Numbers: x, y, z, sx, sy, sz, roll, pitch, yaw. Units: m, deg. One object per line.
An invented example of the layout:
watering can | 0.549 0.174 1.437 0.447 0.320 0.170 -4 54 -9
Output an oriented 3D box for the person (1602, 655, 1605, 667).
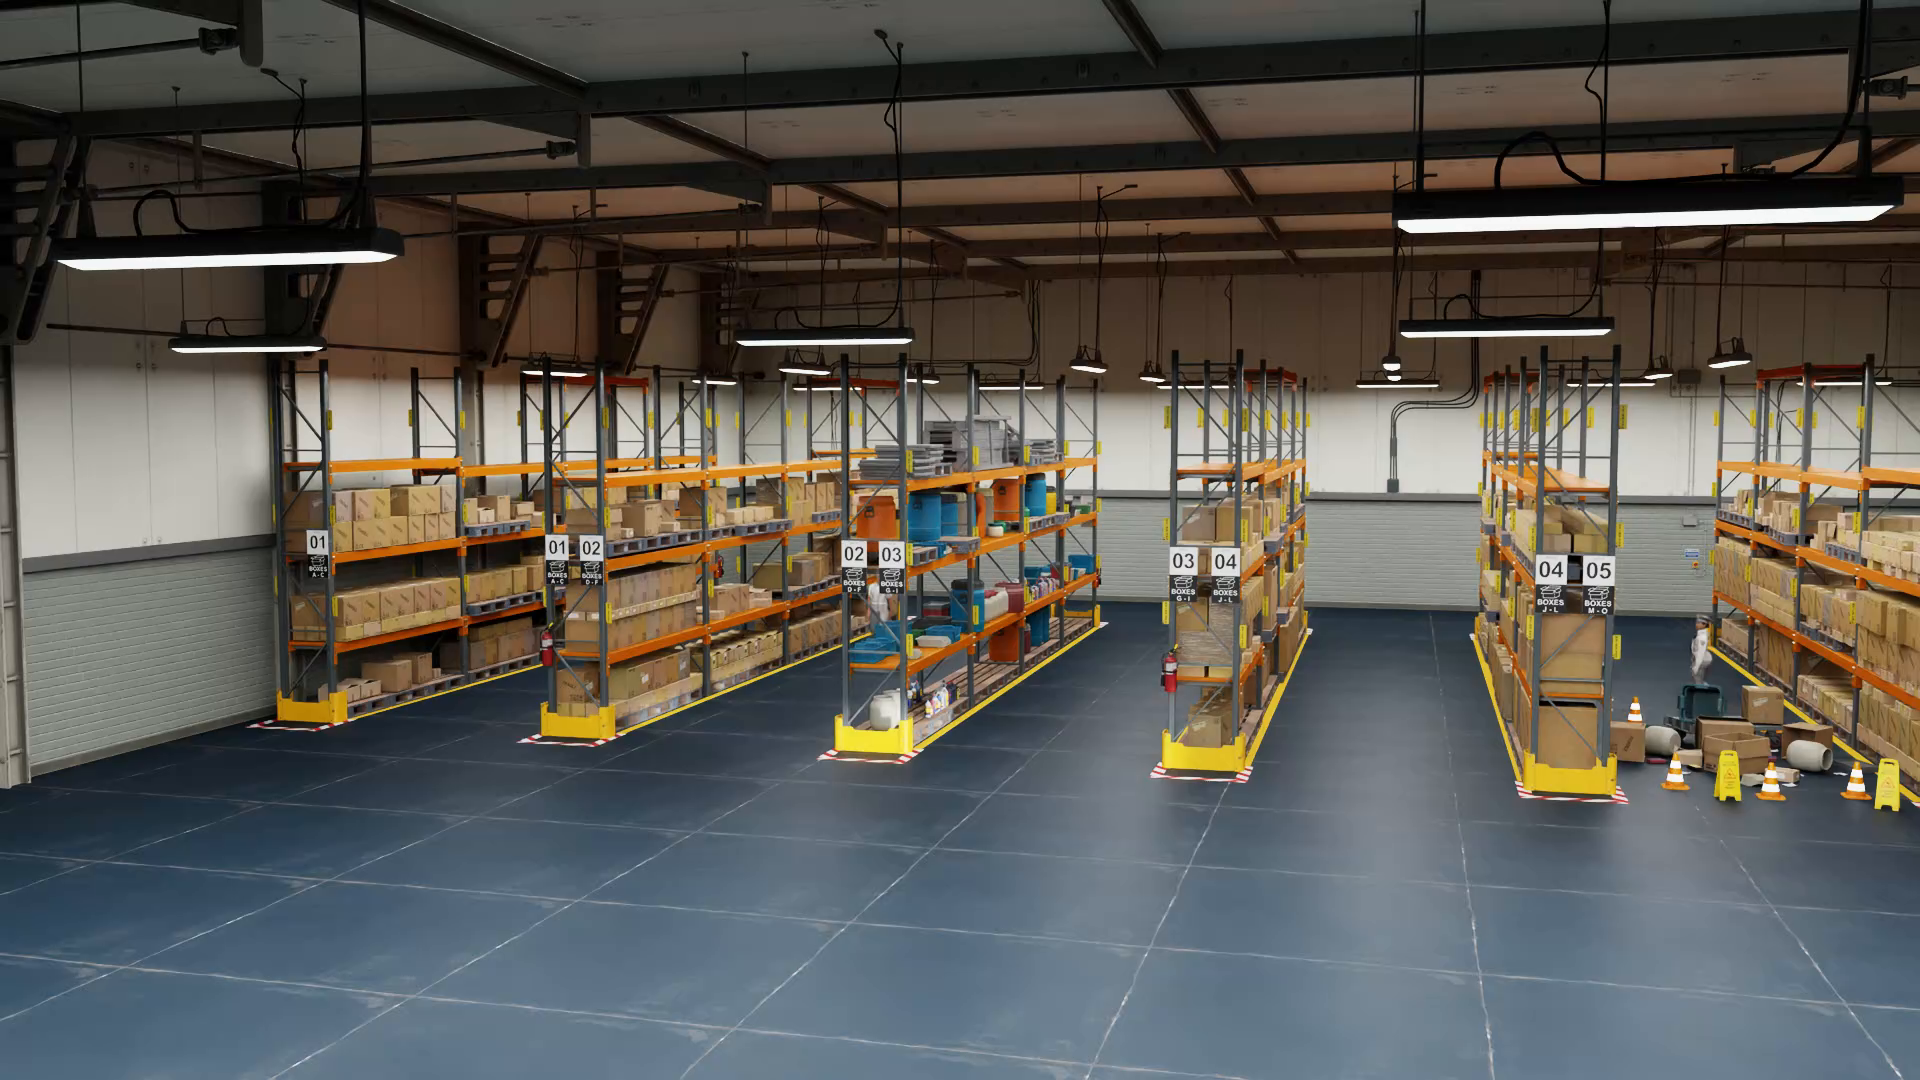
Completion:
person | 13.069 1.779 33.837 0.390 1.604 0.466 3 5 33

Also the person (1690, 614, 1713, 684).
person | 12.650 2.112 28.445 0.533 1.689 0.402 -4 5 -41

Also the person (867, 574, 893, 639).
person | -1.745 1.519 36.247 0.527 1.730 0.857 1 4 13
